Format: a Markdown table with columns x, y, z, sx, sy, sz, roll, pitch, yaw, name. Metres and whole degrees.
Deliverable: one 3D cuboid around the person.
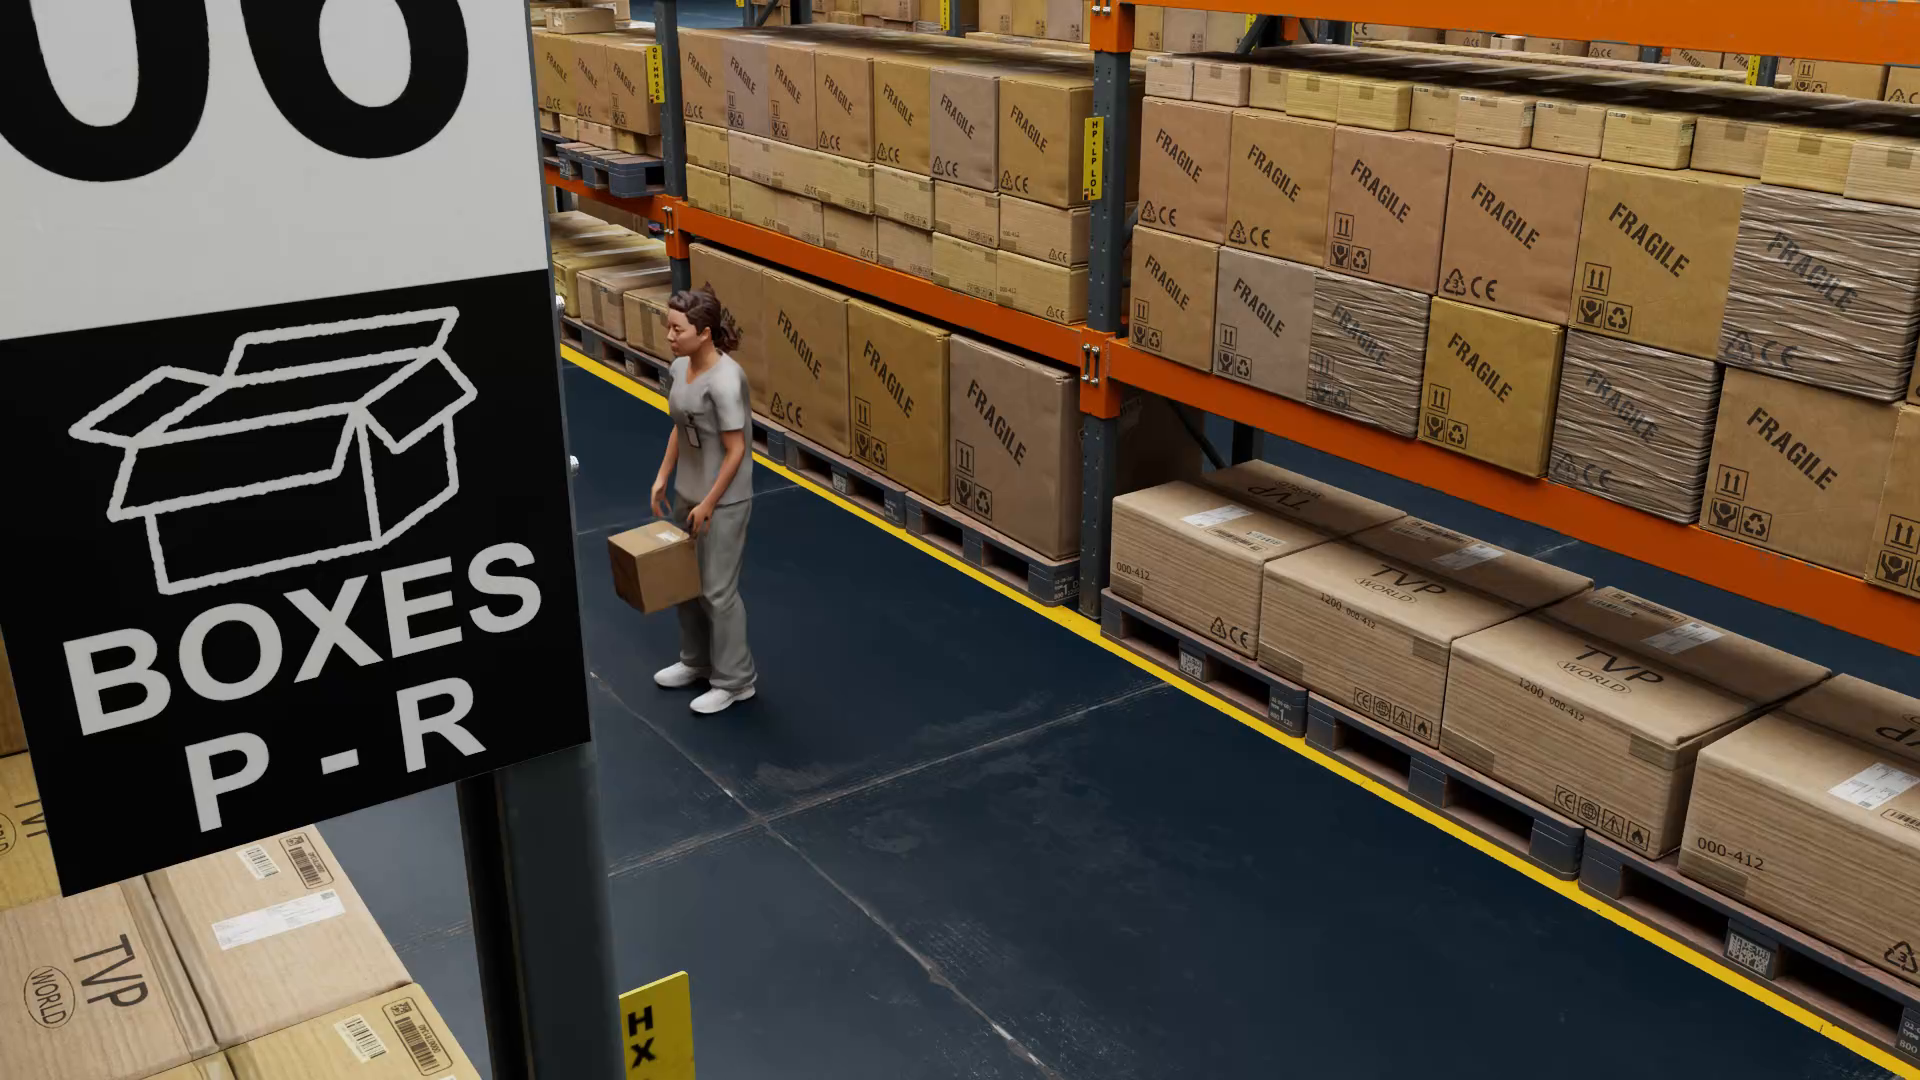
| x | y | z | sx | sy | sz | roll | pitch | yaw | name |
| --- | --- | --- | --- | --- | --- | --- | --- | --- | --- |
| -0.993 | -0.155 | 6.481 | 0.365 | 1.674 | 0.471 | -15 | 26 | -34 | person |
